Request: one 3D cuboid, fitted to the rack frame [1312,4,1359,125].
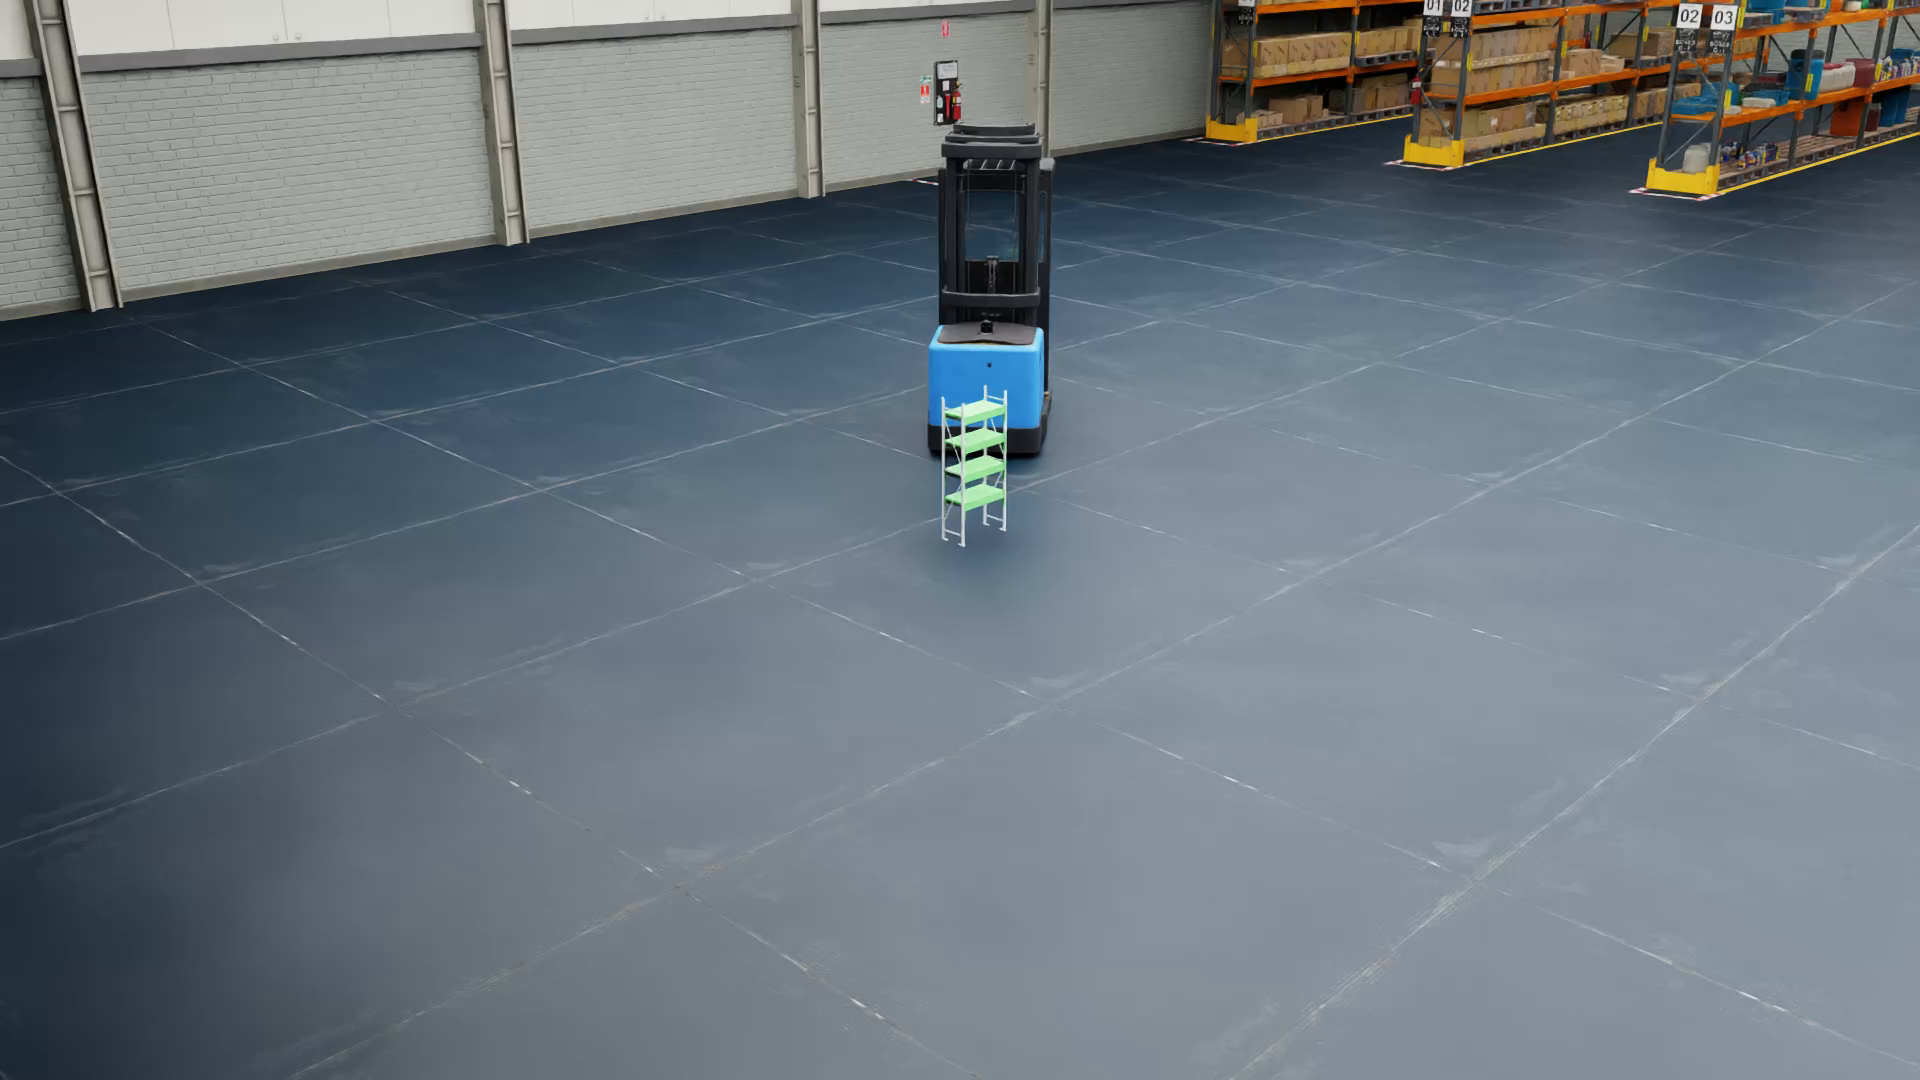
[{"bbox_3d":[8.668,-11.185,38.494,1.000,3.000,0.127,19,28,41],"label":"rack frame"}]

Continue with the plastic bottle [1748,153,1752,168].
[{"bbox_3d":[14.703,-7.085,31.017,0.097,0.271,0.097,0,21,0],"label":"plastic bottle"}]

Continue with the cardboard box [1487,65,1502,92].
[{"bbox_3d":[10.478,-9.344,33.564,0.700,0.500,0.500,19,28,41],"label":"cardboard box"}]

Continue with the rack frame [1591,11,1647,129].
[{"bbox_3d":[15.011,-10.974,37.946,1.000,3.000,0.127,19,28,41],"label":"rack frame"}]

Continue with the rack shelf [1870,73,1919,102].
[{"bbox_3d":[19.952,-9.912,36.185,1.077,0.370,4.000,19,28,41],"label":"rack shelf"}]

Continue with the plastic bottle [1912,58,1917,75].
[{"bbox_3d":[20.941,-10.421,36.574,0.144,0.351,0.185,19,28,41],"label":"plastic bottle"}]

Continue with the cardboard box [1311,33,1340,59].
[{"bbox_3d":[8.216,-11.146,37.528,0.500,0.500,0.500,19,28,40],"label":"cardboard box"}]

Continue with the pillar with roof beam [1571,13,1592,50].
[{"bbox_3d":[21.388,-16.903,45.009,9.100,9.000,0.400,19,28,41],"label":"pillar with roof beam"}]

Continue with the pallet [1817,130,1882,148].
[{"bbox_3d":[19.077,-8.645,35.773,1.003,0.211,1.213,19,28,41],"label":"pallet"}]

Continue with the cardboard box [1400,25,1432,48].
[{"bbox_3d":[11.138,-12.342,40.751,0.700,0.500,0.500,15,26,35],"label":"cardboard box"}]

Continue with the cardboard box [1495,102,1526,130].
[{"bbox_3d":[11.350,-8.780,34.438,0.500,0.500,0.500,19,28,41],"label":"cardboard box"}]

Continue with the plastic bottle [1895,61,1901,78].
[{"bbox_3d":[20.172,-10.138,35.838,0.144,0.351,0.185,19,28,41],"label":"plastic bottle"}]

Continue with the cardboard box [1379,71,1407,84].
[{"bbox_3d":[10.551,-11.273,40.548,0.500,0.250,0.500,-20,28,-41],"label":"cardboard box"}]

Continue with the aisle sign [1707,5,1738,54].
[{"bbox_3d":[13.136,-8.799,28.663,0.394,0.787,0.004,19,28,41],"label":"aisle sign"}]

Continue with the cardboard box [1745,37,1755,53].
[{"bbox_3d":[19.763,-12.633,42.122,0.500,0.500,0.500,20,28,41],"label":"cardboard box"}]

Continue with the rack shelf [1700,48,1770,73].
[{"bbox_3d":[19.196,-12.181,42.088,1.077,0.370,4.000,19,28,41],"label":"rack shelf"}]

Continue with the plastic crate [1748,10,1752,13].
[{"bbox_3d":[14.471,-9.669,30.665,0.336,0.188,0.450,19,28,41],"label":"plastic crate"}]

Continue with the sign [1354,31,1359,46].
[{"bbox_3d":[9.063,-11.455,37.991,0.100,0.325,0.005,19,28,41],"label":"sign"}]

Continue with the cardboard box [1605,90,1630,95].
[{"bbox_3d":[15.495,-10.312,39.094,0.500,0.500,0.500,-19,28,-40],"label":"cardboard box"}]

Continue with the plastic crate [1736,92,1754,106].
[{"bbox_3d":[14.617,-8.328,31.357,0.450,0.188,0.662,19,28,41],"label":"plastic crate"}]

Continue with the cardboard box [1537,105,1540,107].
[{"bbox_3d":[12.297,-9.296,36.046,0.500,0.311,0.500,19,28,41],"label":"cardboard box"}]

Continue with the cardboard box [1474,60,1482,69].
[{"bbox_3d":[10.040,-9.383,32.762,0.380,0.149,0.250,18,28,39],"label":"cardboard box"}]

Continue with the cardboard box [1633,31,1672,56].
[{"bbox_3d":[16.144,-11.594,38.835,0.500,0.500,0.700,-14,25,-32],"label":"cardboard box"}]

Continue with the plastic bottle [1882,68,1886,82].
[{"bbox_3d":[19.539,-9.852,35.187,0.061,0.283,0.133,19,28,41],"label":"plastic bottle"}]

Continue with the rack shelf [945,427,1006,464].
[{"bbox_3d":[0.115,-0.767,13.407,0.258,0.148,0.480,19,28,41],"label":"rack shelf"}]

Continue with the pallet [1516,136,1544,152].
[{"bbox_3d":[11.635,-8.451,35.267,1.003,0.211,1.213,19,28,41],"label":"pallet"}]

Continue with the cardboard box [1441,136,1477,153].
[{"bbox_3d":[9.963,-7.913,33.228,0.500,0.250,0.500,19,28,41],"label":"cardboard box"}]

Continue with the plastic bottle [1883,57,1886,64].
[{"bbox_3d":[20.786,-10.720,37.447,0.061,0.283,0.133,19,28,41],"label":"plastic bottle"}]

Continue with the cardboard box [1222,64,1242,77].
[{"bbox_3d":[6.065,-10.265,36.281,0.500,0.250,0.500,-20,28,-41],"label":"cardboard box"}]

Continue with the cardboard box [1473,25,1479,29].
[{"bbox_3d":[12.700,-12.729,41.928,0.500,0.500,0.500,19,28,40],"label":"cardboard box"}]

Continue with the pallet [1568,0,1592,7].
[{"bbox_3d":[12.826,-11.487,35.365,0.805,0.209,1.217,18,27,39],"label":"pallet"}]

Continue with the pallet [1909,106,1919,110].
[{"bbox_3d":[23.535,-10.286,40.042,1.003,0.211,1.213,19,28,41],"label":"pallet"}]

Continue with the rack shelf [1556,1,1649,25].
[{"bbox_3d":[13.615,-11.525,36.199,1.077,0.370,4.000,19,28,41],"label":"rack shelf"}]

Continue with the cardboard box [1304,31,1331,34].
[{"bbox_3d":[8.191,-11.406,38.204,0.500,0.500,0.500,18,28,39],"label":"cardboard box"}]

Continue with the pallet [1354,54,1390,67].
[{"bbox_3d":[9.306,-11.256,38.945,1.003,0.211,1.213,19,28,41],"label":"pallet"}]

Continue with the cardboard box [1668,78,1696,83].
[{"bbox_3d":[17.995,-11.259,41.556,0.500,0.500,0.500,19,28,41],"label":"cardboard box"}]

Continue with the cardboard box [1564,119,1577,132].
[{"bbox_3d":[13.037,-9.031,36.138,0.500,0.250,0.500,-19,28,-41],"label":"cardboard box"}]

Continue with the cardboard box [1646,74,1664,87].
[{"bbox_3d":[16.591,-11.071,40.023,0.500,0.250,0.500,19,28,41],"label":"cardboard box"}]

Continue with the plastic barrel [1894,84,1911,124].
[{"bbox_3d":[20.956,-9.843,37.342,0.600,0.901,0.708,19,28,41],"label":"plastic barrel"}]

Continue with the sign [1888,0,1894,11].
[{"bbox_3d":[18.956,-10.949,33.845,0.100,0.325,0.005,19,28,41],"label":"sign"}]

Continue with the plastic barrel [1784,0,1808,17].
[{"bbox_3d":[15.966,-10.525,31.896,0.600,0.901,0.708,19,28,41],"label":"plastic barrel"}]

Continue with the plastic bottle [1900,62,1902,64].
[{"bbox_3d":[20.595,-10.323,36.429,0.097,0.271,0.097,0,21,0],"label":"plastic bottle"}]

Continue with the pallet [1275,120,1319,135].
[{"bbox_3d":[7.374,-9.387,37.702,1.003,0.211,1.213,19,28,41],"label":"pallet"}]

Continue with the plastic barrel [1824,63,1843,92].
[{"bbox_3d":[17.405,-9.260,33.296,0.433,0.535,0.433,0,21,0],"label":"plastic barrel"}]

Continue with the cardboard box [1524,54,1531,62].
[{"bbox_3d":[11.473,-9.911,34.136,0.380,0.149,0.250,19,28,40],"label":"cardboard box"}]

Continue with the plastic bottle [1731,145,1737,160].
[{"bbox_3d":[14.892,-7.466,32.008,0.097,0.271,0.097,0,21,0],"label":"plastic bottle"}]

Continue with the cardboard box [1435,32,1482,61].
[{"bbox_3d":[9.802,-9.701,32.684,0.700,0.500,0.500,19,28,41],"label":"cardboard box"}]

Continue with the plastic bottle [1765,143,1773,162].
[{"bbox_3d":[15.390,-7.387,31.693,0.144,0.351,0.185,18,27,38],"label":"plastic bottle"}]

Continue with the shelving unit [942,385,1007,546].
[{"bbox_3d":[0.115,-0.603,13.470,0.258,1.200,0.503,19,28,41],"label":"shelving unit"}]

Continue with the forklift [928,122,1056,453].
[{"bbox_3d":[0.360,-2.664,16.421,1.130,2.935,3.031,2,21,5],"label":"forklift"}]

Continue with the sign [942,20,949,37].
[{"bbox_3d":[-0.267,-9.490,30.853,0.001,0.298,0.199,19,28,41],"label":"sign"}]

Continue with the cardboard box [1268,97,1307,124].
[{"bbox_3d":[7.370,-9.673,37.432,0.700,0.500,0.500,17,27,37],"label":"cardboard box"}]

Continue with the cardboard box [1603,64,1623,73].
[{"bbox_3d":[14.581,-10.557,37.210,0.380,0.149,0.250,19,28,41],"label":"cardboard box"}]
